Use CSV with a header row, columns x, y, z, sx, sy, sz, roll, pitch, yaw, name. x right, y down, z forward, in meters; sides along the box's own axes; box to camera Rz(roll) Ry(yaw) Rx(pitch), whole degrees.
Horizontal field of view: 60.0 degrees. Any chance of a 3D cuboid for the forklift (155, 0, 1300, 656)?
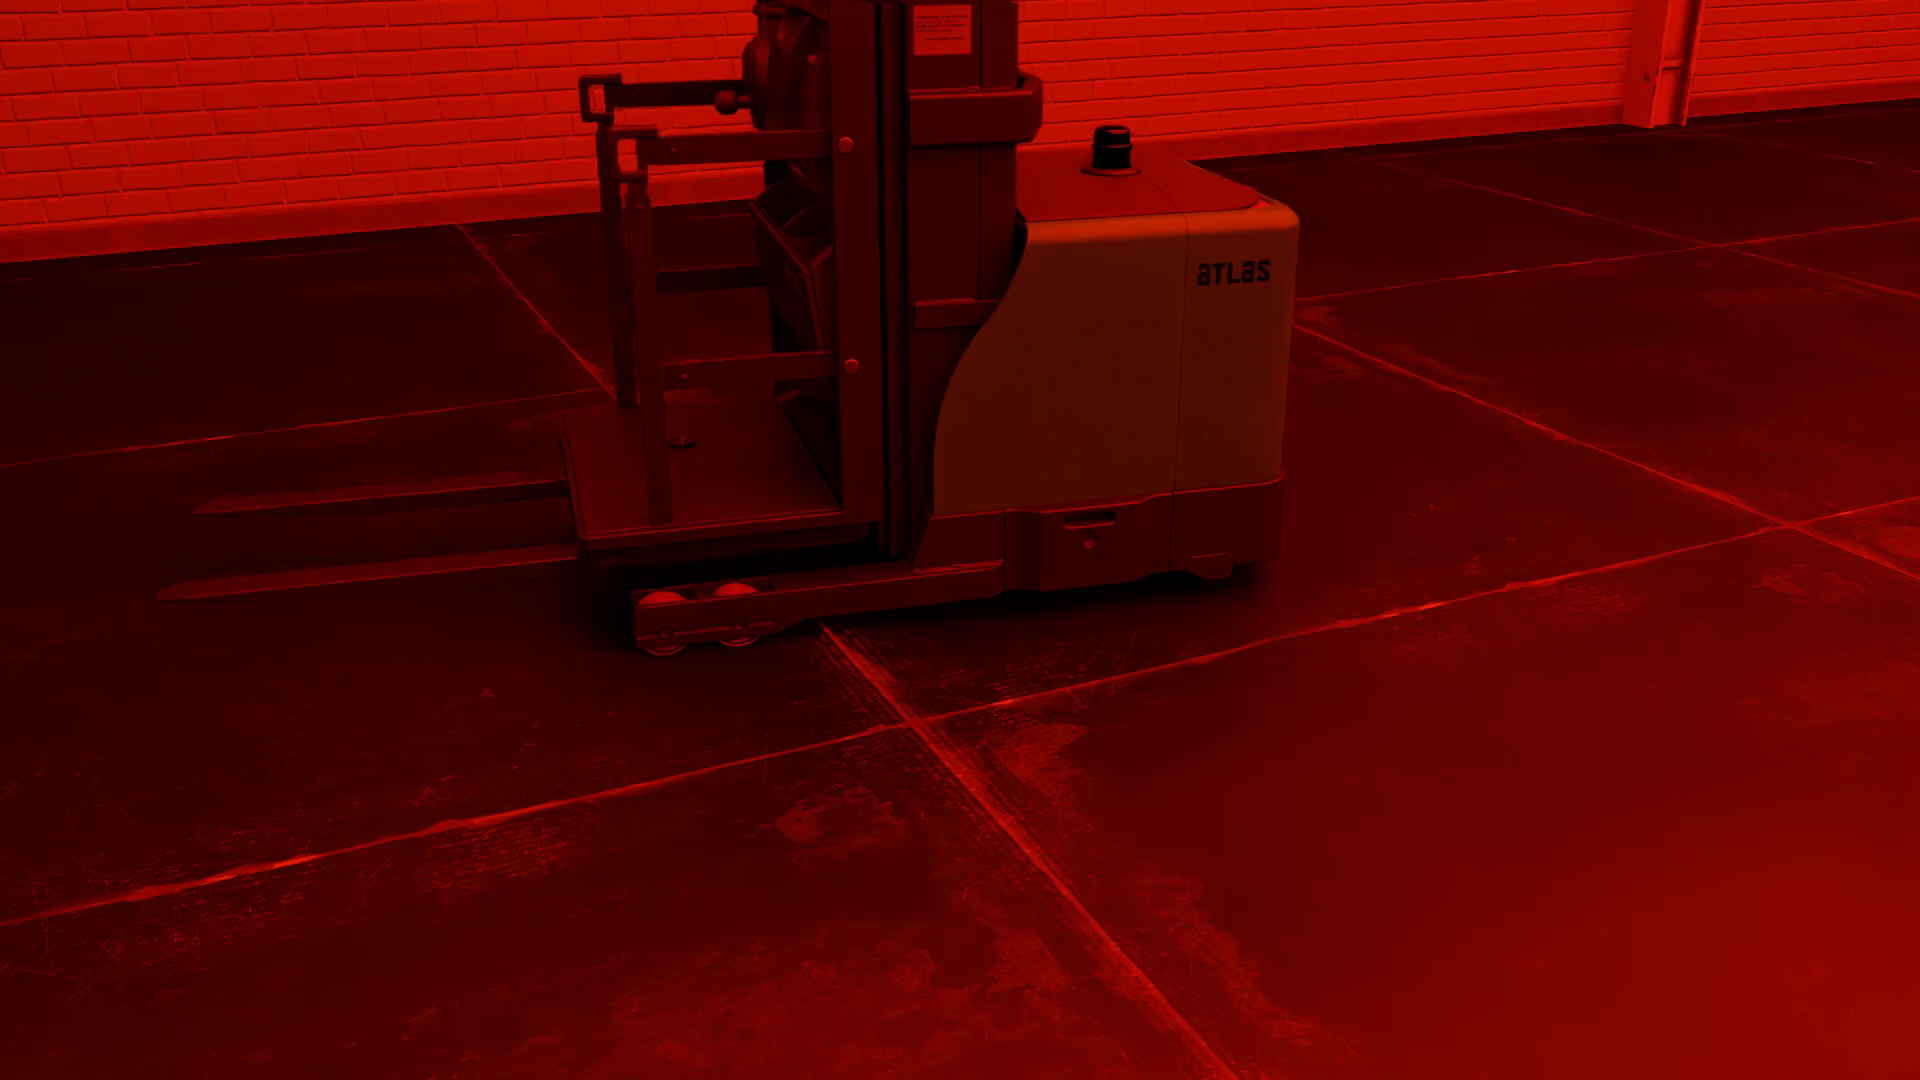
x,y,z,sx,sy,sz,roll,pitch,yaw,name
-0.644,-1.274,4.353,3.031,2.935,1.130,-6,23,-14,forklift
